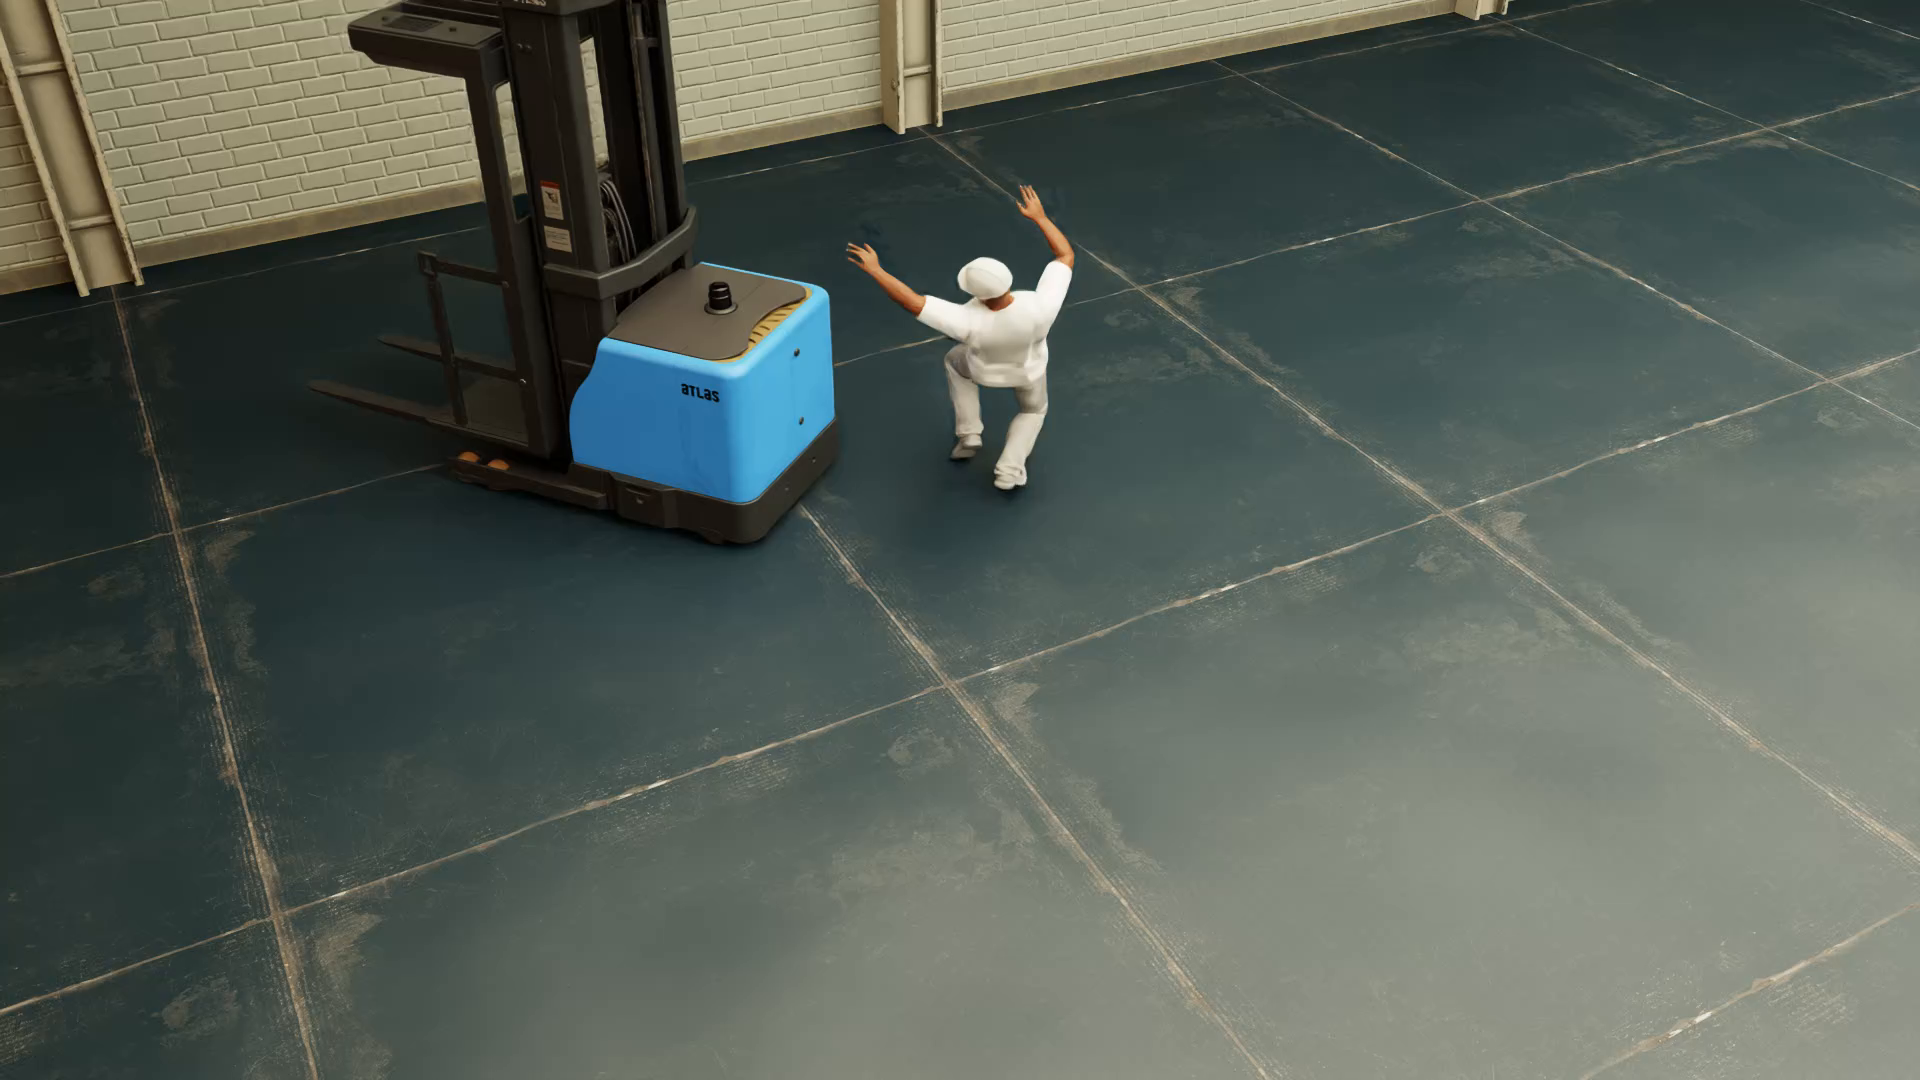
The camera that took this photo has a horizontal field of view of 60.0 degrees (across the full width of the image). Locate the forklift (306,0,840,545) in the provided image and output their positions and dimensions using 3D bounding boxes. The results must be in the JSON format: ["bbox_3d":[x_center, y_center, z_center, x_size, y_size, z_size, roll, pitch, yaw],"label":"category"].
[{"bbox_3d":[-2.232,-1.729,8.569,3.031,2.935,1.130,14,38,19],"label":"forklift"}]

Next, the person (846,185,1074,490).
[{"bbox_3d":[0.009,-1.028,8.714,1.137,1.663,0.832,2,35,2],"label":"person"}]
